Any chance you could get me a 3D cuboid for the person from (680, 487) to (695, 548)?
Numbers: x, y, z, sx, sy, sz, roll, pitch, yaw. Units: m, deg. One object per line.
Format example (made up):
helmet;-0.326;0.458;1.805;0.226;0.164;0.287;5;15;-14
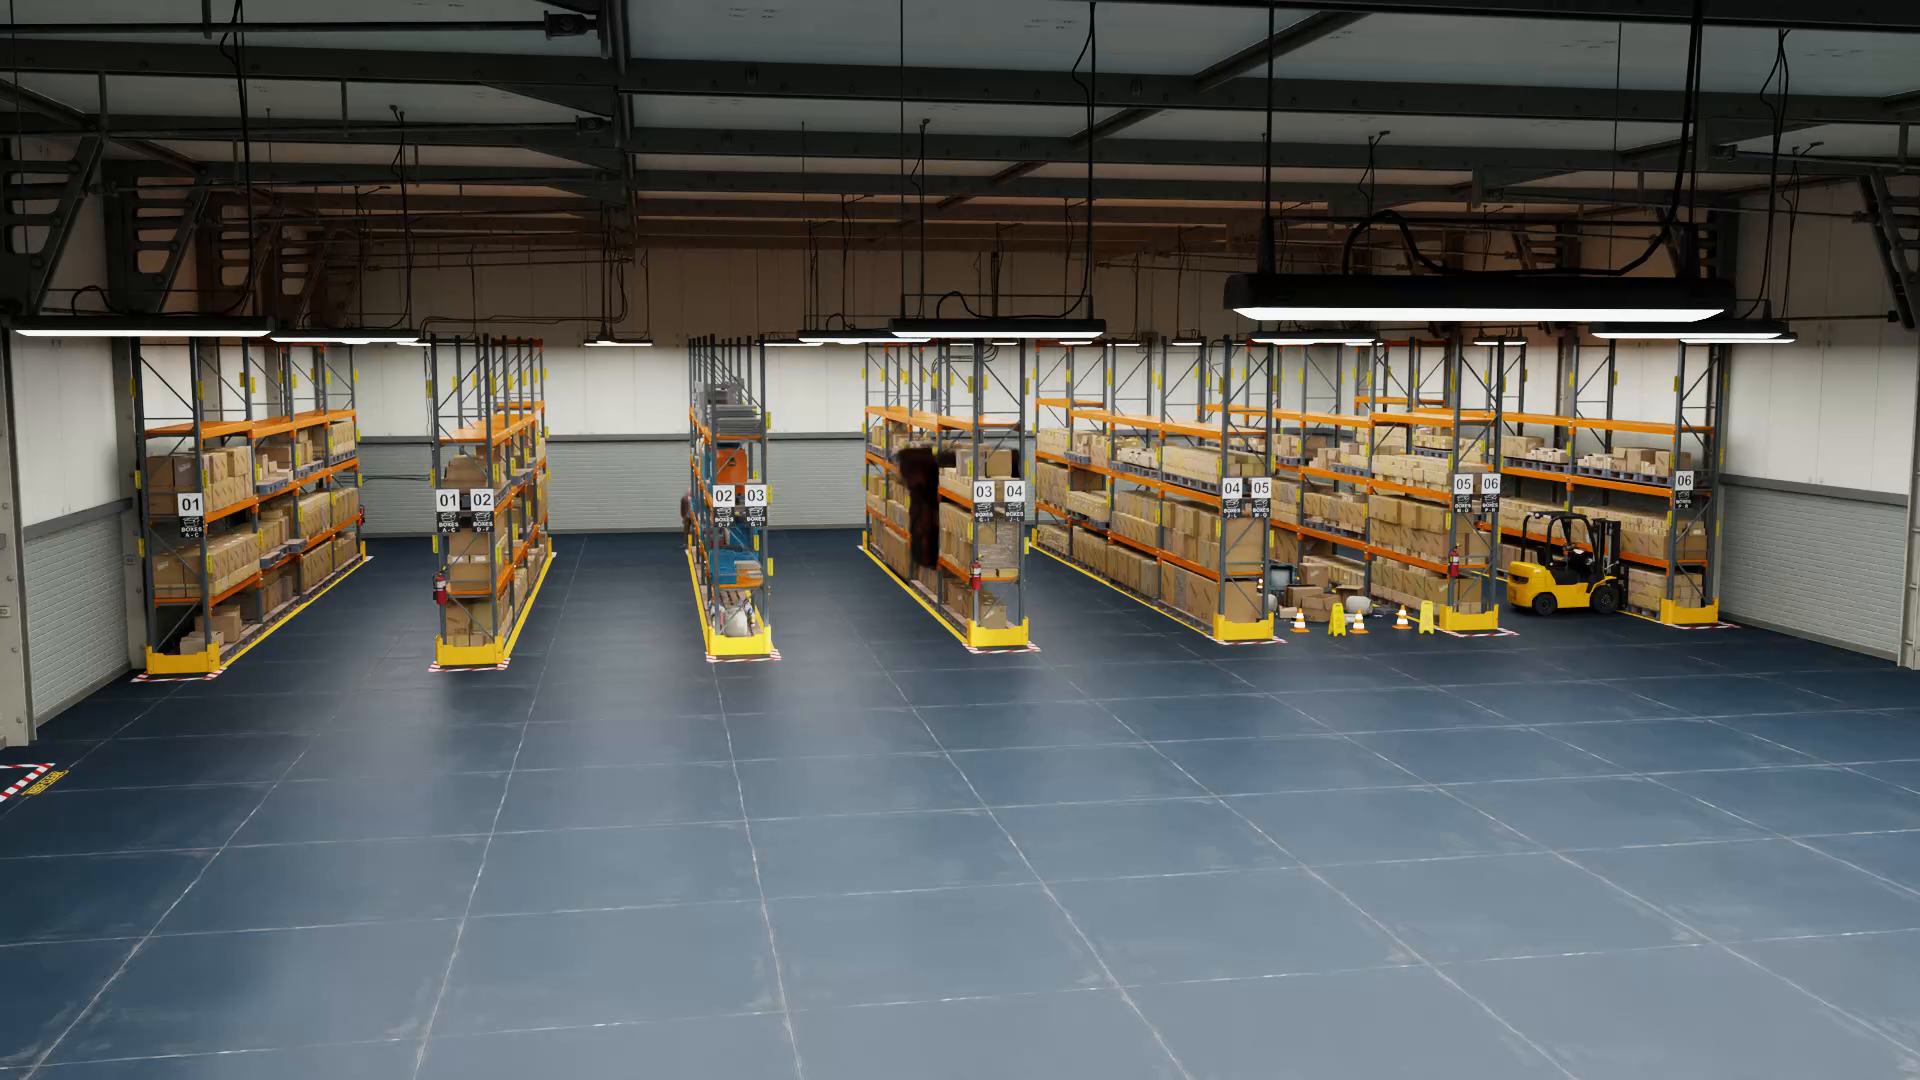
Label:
person;-7.795;-0.674;48.177;0.601;1.762;0.943;2;7;19
